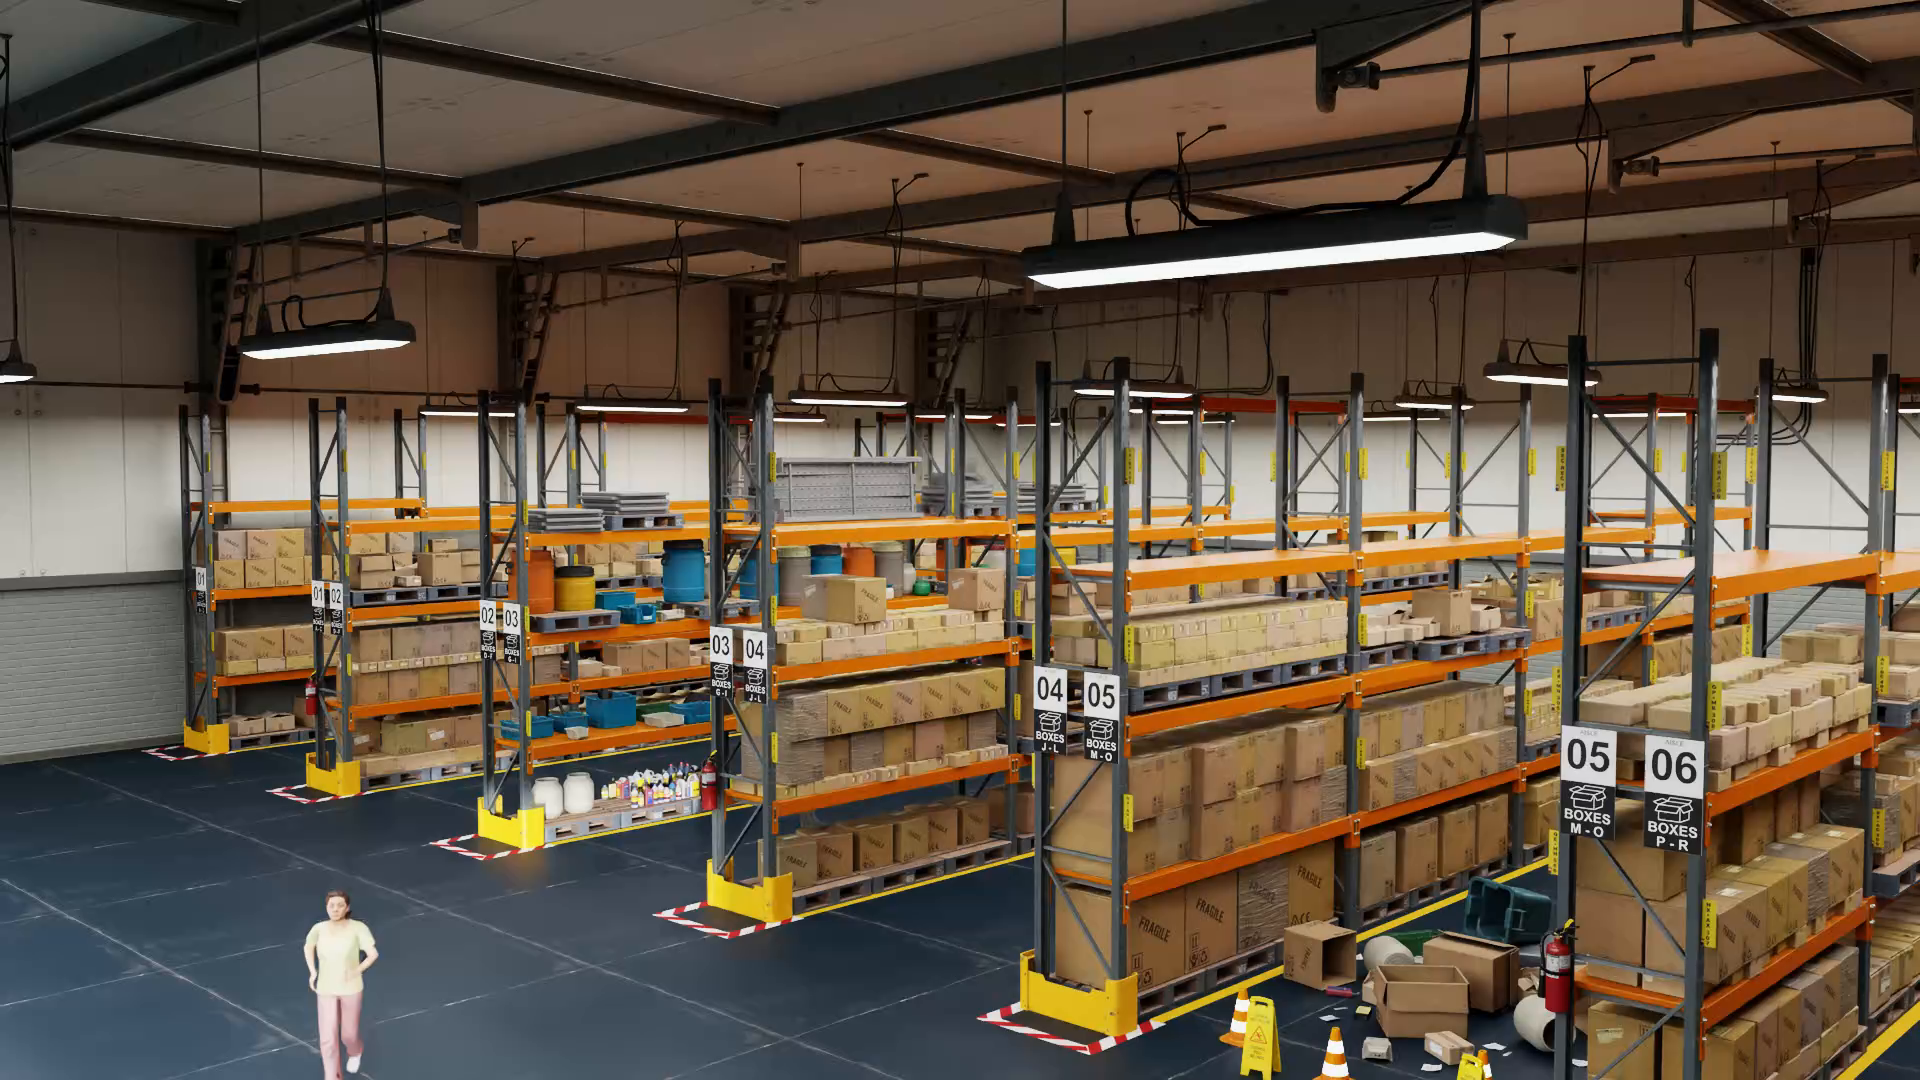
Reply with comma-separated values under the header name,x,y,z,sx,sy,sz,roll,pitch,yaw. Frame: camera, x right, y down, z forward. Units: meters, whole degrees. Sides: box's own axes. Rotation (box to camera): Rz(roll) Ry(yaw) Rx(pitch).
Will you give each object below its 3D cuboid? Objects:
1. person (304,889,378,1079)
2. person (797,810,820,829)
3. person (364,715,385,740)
name,x,y,z,sx,sy,sz,roll,pitch,yaw
person,-4.959,3.613,13.305,0.589,1.656,0.914,-1,3,-11
person,-2.030,3.179,21.842,0.533,1.685,0.699,2,4,34
person,-9.813,2.884,27.947,0.615,1.655,0.914,2,4,33
